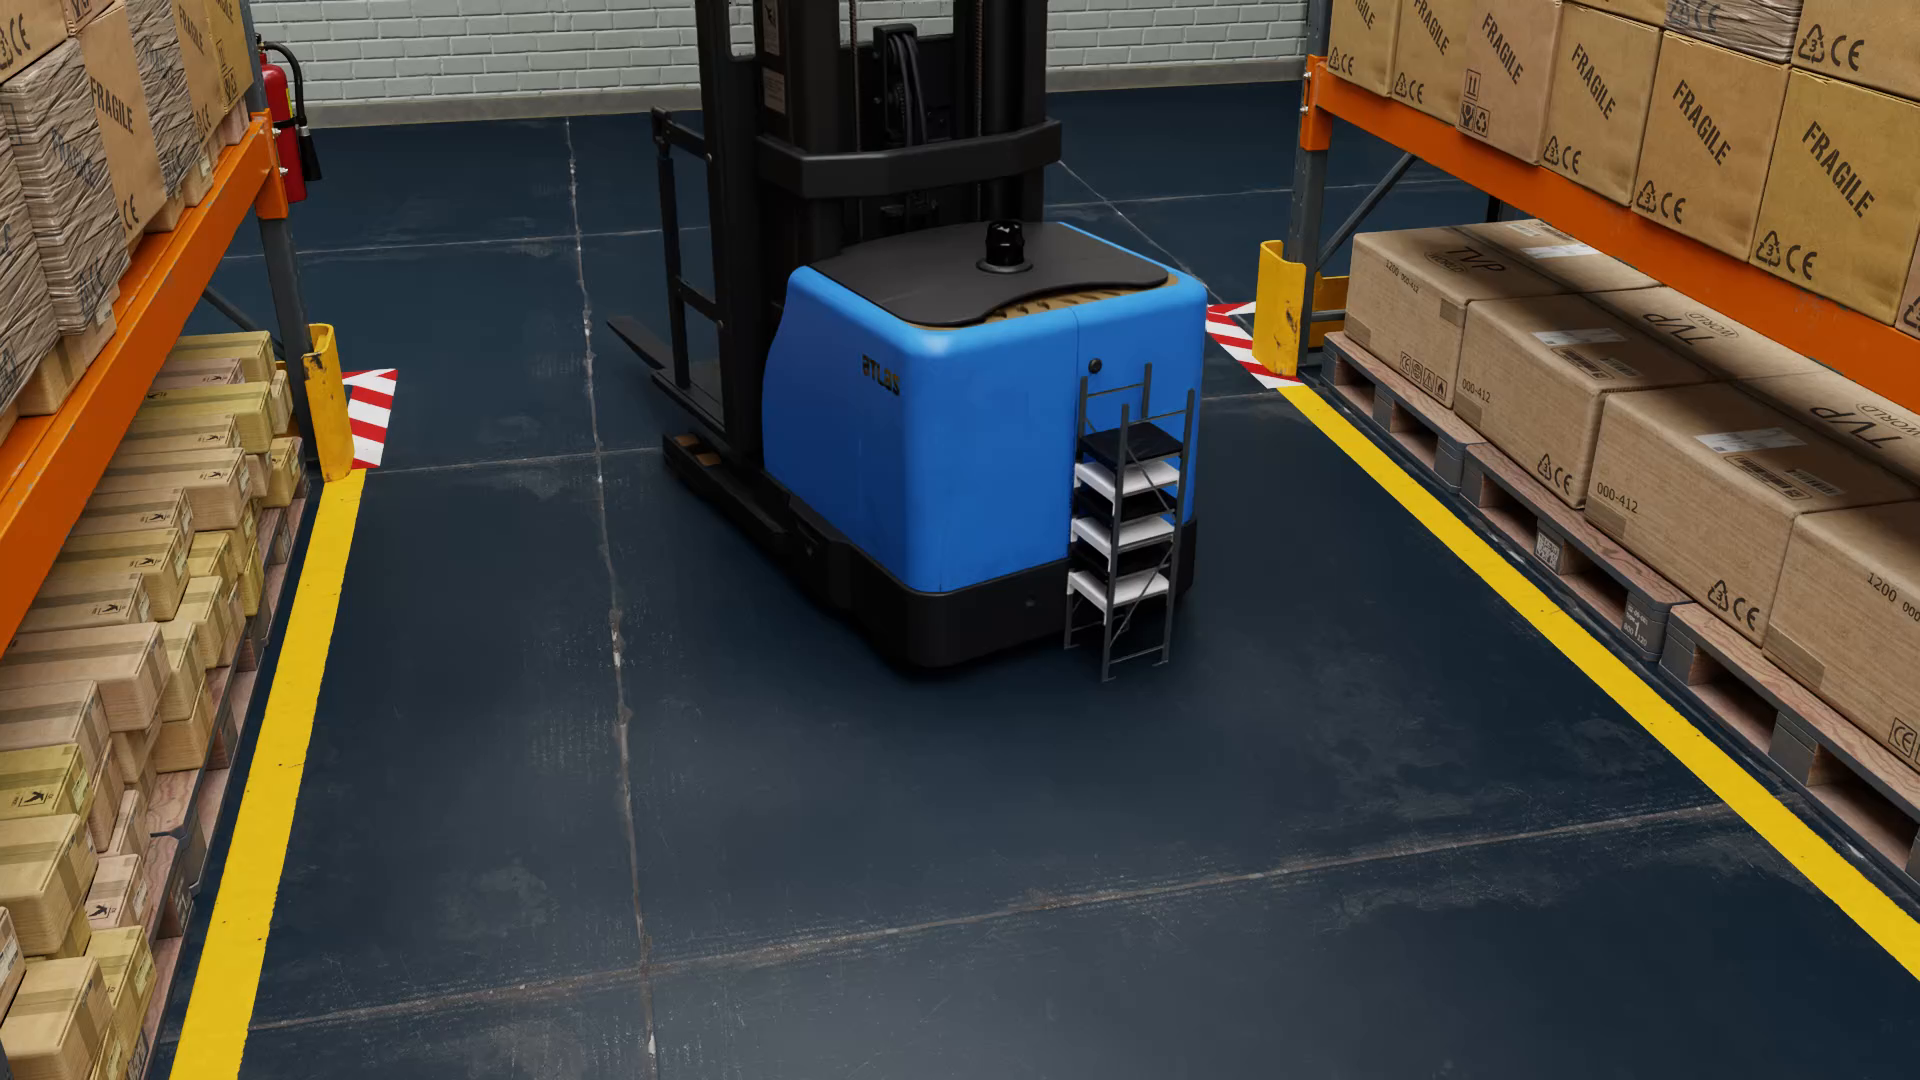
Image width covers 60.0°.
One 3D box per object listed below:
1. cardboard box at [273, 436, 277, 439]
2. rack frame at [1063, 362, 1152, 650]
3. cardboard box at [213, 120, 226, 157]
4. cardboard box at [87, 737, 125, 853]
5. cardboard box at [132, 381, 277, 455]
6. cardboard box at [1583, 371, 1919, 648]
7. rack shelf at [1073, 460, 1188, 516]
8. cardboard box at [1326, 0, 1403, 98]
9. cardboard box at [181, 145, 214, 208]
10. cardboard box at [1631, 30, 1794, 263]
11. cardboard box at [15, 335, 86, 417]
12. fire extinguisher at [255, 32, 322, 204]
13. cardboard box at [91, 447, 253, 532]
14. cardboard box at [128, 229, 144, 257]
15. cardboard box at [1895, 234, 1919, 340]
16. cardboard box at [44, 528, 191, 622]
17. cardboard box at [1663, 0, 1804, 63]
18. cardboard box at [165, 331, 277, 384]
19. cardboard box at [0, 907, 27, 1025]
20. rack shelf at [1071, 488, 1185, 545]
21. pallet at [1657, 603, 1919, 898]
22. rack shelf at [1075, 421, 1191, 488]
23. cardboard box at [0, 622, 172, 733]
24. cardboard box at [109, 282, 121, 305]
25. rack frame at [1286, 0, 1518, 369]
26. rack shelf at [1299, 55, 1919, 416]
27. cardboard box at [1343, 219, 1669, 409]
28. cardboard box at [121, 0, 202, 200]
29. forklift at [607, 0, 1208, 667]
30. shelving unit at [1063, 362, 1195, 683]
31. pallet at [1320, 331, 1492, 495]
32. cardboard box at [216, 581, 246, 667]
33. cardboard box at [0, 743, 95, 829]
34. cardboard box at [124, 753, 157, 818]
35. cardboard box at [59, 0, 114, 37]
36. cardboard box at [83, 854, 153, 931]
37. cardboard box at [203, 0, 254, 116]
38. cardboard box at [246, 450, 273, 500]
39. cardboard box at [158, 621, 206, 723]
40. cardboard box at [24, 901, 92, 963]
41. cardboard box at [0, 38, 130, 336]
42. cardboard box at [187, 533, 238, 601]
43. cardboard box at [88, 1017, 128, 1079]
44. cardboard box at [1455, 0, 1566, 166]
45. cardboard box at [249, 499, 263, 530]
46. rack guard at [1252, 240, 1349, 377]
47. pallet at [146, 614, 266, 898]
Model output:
[{"bbox_3d":[-2.582,-0.315,5.744,0.380,0.149,0.250,-5,27,-11],"label":"cardboard box"},{"bbox_3d":[0.431,-0.086,4.901,0.240,0.900,0.006,-14,33,-26],"label":"rack frame"},{"bbox_3d":[-2.536,-1.271,5.218,0.380,0.149,0.250,-6,27,-12],"label":"cardboard box"},{"bbox_3d":[-2.065,0.582,3.635,0.380,0.149,0.250,-7,28,-14],"label":"cardboard box"},{"bbox_3d":[-2.355,-0.367,5.186,0.380,0.149,0.250,-7,28,-13],"label":"cardboard box"},{"bbox_3d":[2.558,-0.125,5.046,0.875,0.438,0.875,-7,28,-13],"label":"cardboard box"},{"bbox_3d":[0.485,-0.170,4.752,0.258,0.077,0.200,-14,33,-26],"label":"rack shelf"},{"bbox_3d":[1.724,-1.962,6.198,0.500,0.500,0.500,-6,27,-12],"label":"cardboard box"},{"bbox_3d":[-2.384,-1.053,4.786,0.380,0.149,0.250,-5,27,-10],"label":"cardboard box"},{"bbox_3d":[2.195,-1.068,4.427,0.500,0.500,0.500,-6,27,-12],"label":"cardboard box"},{"bbox_3d":[-2.038,-0.355,3.403,0.380,0.149,0.250,-5,27,-11],"label":"cardboard box"},{"bbox_3d":[-2.511,-1.567,6.025,0.296,0.674,0.183,-6,27,-12],"label":"fire extinguisher"},{"bbox_3d":[-2.244,-0.135,4.726,0.380,0.149,0.250,-5,27,-10],"label":"cardboard box"},{"bbox_3d":[-2.351,-0.810,4.304,0.380,0.149,0.250,-7,28,-14],"label":"cardboard box"},{"bbox_3d":[2.444,-0.624,3.546,0.500,0.500,0.500,-6,27,-11],"label":"cardboard box"},{"bbox_3d":[-2.206,0.104,4.252,0.380,0.149,0.250,-6,27,-11],"label":"cardboard box"},{"bbox_3d":[2.192,-1.518,4.208,0.500,0.500,0.500,-6,27,-11],"label":"cardboard box"},{"bbox_3d":[-2.538,-0.584,5.616,0.380,0.149,0.250,-6,27,-11],"label":"cardboard box"},{"bbox_3d":[-1.879,0.793,2.888,0.380,0.149,0.250,-5,27,-9],"label":"cardboard box"},{"bbox_3d":[0.483,-0.091,4.796,0.258,0.077,0.200,-14,33,-26],"label":"rack shelf"},{"bbox_3d":[2.702,0.501,4.522,1.003,0.211,1.213,-6,27,-12],"label":"pallet"},{"bbox_3d":[0.487,-0.248,4.709,0.258,0.077,0.200,-14,33,-26],"label":"rack shelf"},{"bbox_3d":[-2.047,0.328,3.810,0.380,0.149,0.250,-5,27,-10],"label":"cardboard box"},{"bbox_3d":[-2.198,-0.586,3.861,0.380,0.149,0.250,-5,27,-10],"label":"cardboard box"},{"bbox_3d":[1.896,-2.158,6.696,1.000,3.000,0.127,-6,27,-12],"label":"rack frame"},{"bbox_3d":[2.346,-0.958,5.118,1.077,0.370,4.000,-6,27,-12],"label":"rack shelf"},{"bbox_3d":[2.142,-0.922,6.625,0.875,0.438,0.875,-7,28,-13],"label":"cardboard box"},{"bbox_3d":[-2.318,-1.169,4.295,0.500,0.500,0.500,-6,27,-11],"label":"cardboard box"},{"bbox_3d":[-0.448,-1.560,5.588,1.130,2.935,3.031,-15,31,-28],"label":"forklift"},{"bbox_3d":[0.482,-0.042,4.824,0.258,0.900,0.210,-14,33,-26],"label":"shelving unit"},{"bbox_3d":[2.152,-0.570,6.644,1.003,0.211,1.213,-6,27,-12],"label":"pallet"},{"bbox_3d":[-2.221,0.247,4.630,0.380,0.149,0.250,-5,27,-11],"label":"cardboard box"},{"bbox_3d":[-1.988,0.560,3.350,0.380,0.149,0.250,-6,27,-12],"label":"cardboard box"},{"bbox_3d":[-2.139,0.597,3.937,0.380,0.149,0.250,-7,28,-14],"label":"cardboard box"},{"bbox_3d":[-2.196,-1.377,3.599,0.500,0.500,0.500,-7,28,-13],"label":"cardboard box"},{"bbox_3d":[-1.938,0.817,3.499,0.380,0.149,0.250,-6,27,-12],"label":"cardboard box"},{"bbox_3d":[-2.552,-1.617,5.183,0.500,0.500,0.500,-5,27,-11],"label":"cardboard box"},{"bbox_3d":[-2.388,-0.228,5.240,0.380,0.149,0.250,-7,28,-14],"label":"cardboard box"},{"bbox_3d":[-2.099,0.342,4.112,0.380,0.149,0.250,-6,27,-12],"label":"cardboard box"},{"bbox_3d":[-1.917,0.804,3.195,0.380,0.149,0.250,-6,27,-11],"label":"cardboard box"},{"bbox_3d":[-2.066,-0.716,3.399,0.500,0.500,0.500,-7,28,-13],"label":"cardboard box"},{"bbox_3d":[-2.219,0.113,4.565,0.380,0.149,0.250,-5,27,-9],"label":"cardboard box"},{"bbox_3d":[-1.772,1.038,3.062,0.380,0.149,0.250,-7,28,-14],"label":"cardboard box"},{"bbox_3d":[1.962,-1.518,5.318,0.500,0.500,0.500,-6,27,-12],"label":"cardboard box"},{"bbox_3d":[-2.450,-0.088,5.294,0.380,0.149,0.250,-6,27,-12],"label":"cardboard box"},{"bbox_3d":[1.890,-1.052,7.280,1.175,0.500,0.348,-6,27,-12],"label":"rack guard"},{"bbox_3d":[-2.467,0.562,4.402,1.003,0.211,1.213,-6,27,-12],"label":"pallet"}]
